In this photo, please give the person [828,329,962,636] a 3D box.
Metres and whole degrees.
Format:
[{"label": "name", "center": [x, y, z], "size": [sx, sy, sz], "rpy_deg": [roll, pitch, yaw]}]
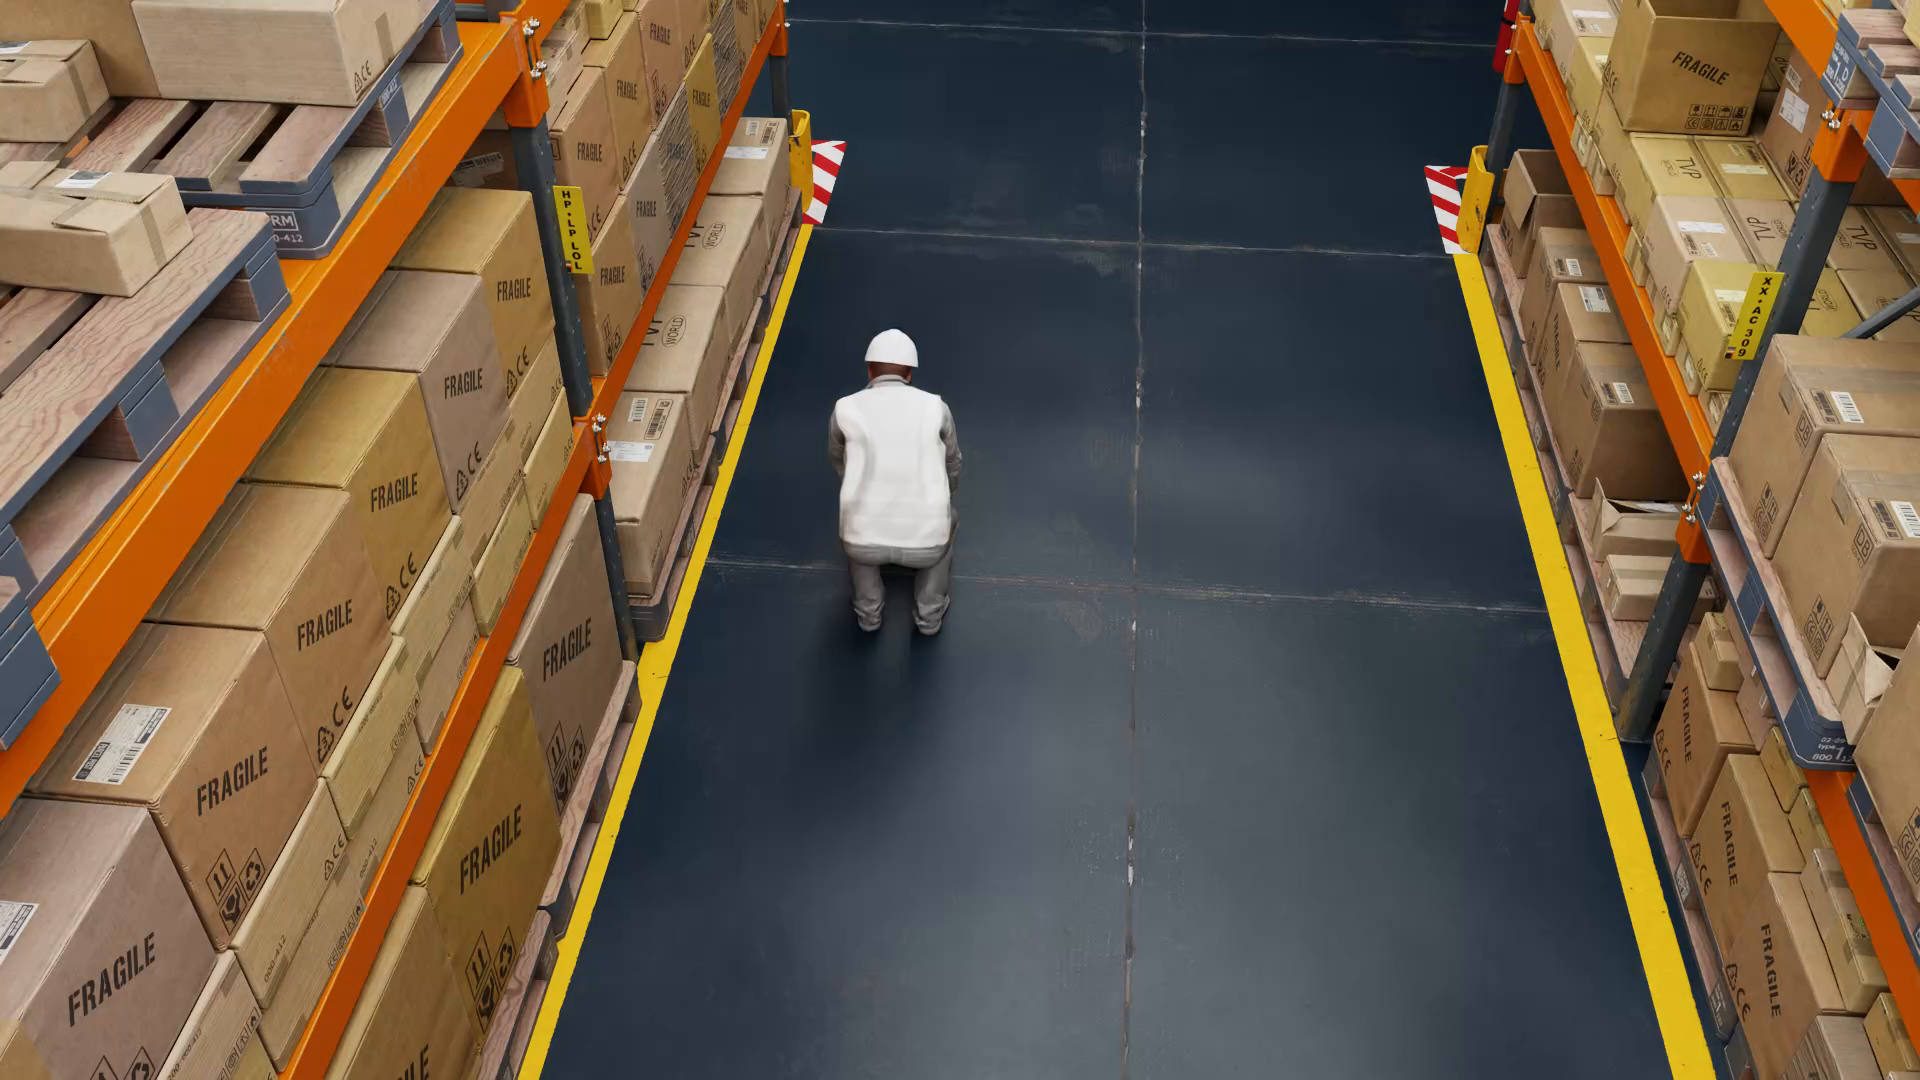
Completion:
[{"label": "person", "center": [-0.285, -0.197, 6.864], "size": [0.560, 1.147, 0.862], "rpy_deg": [3, 40, 4]}]
